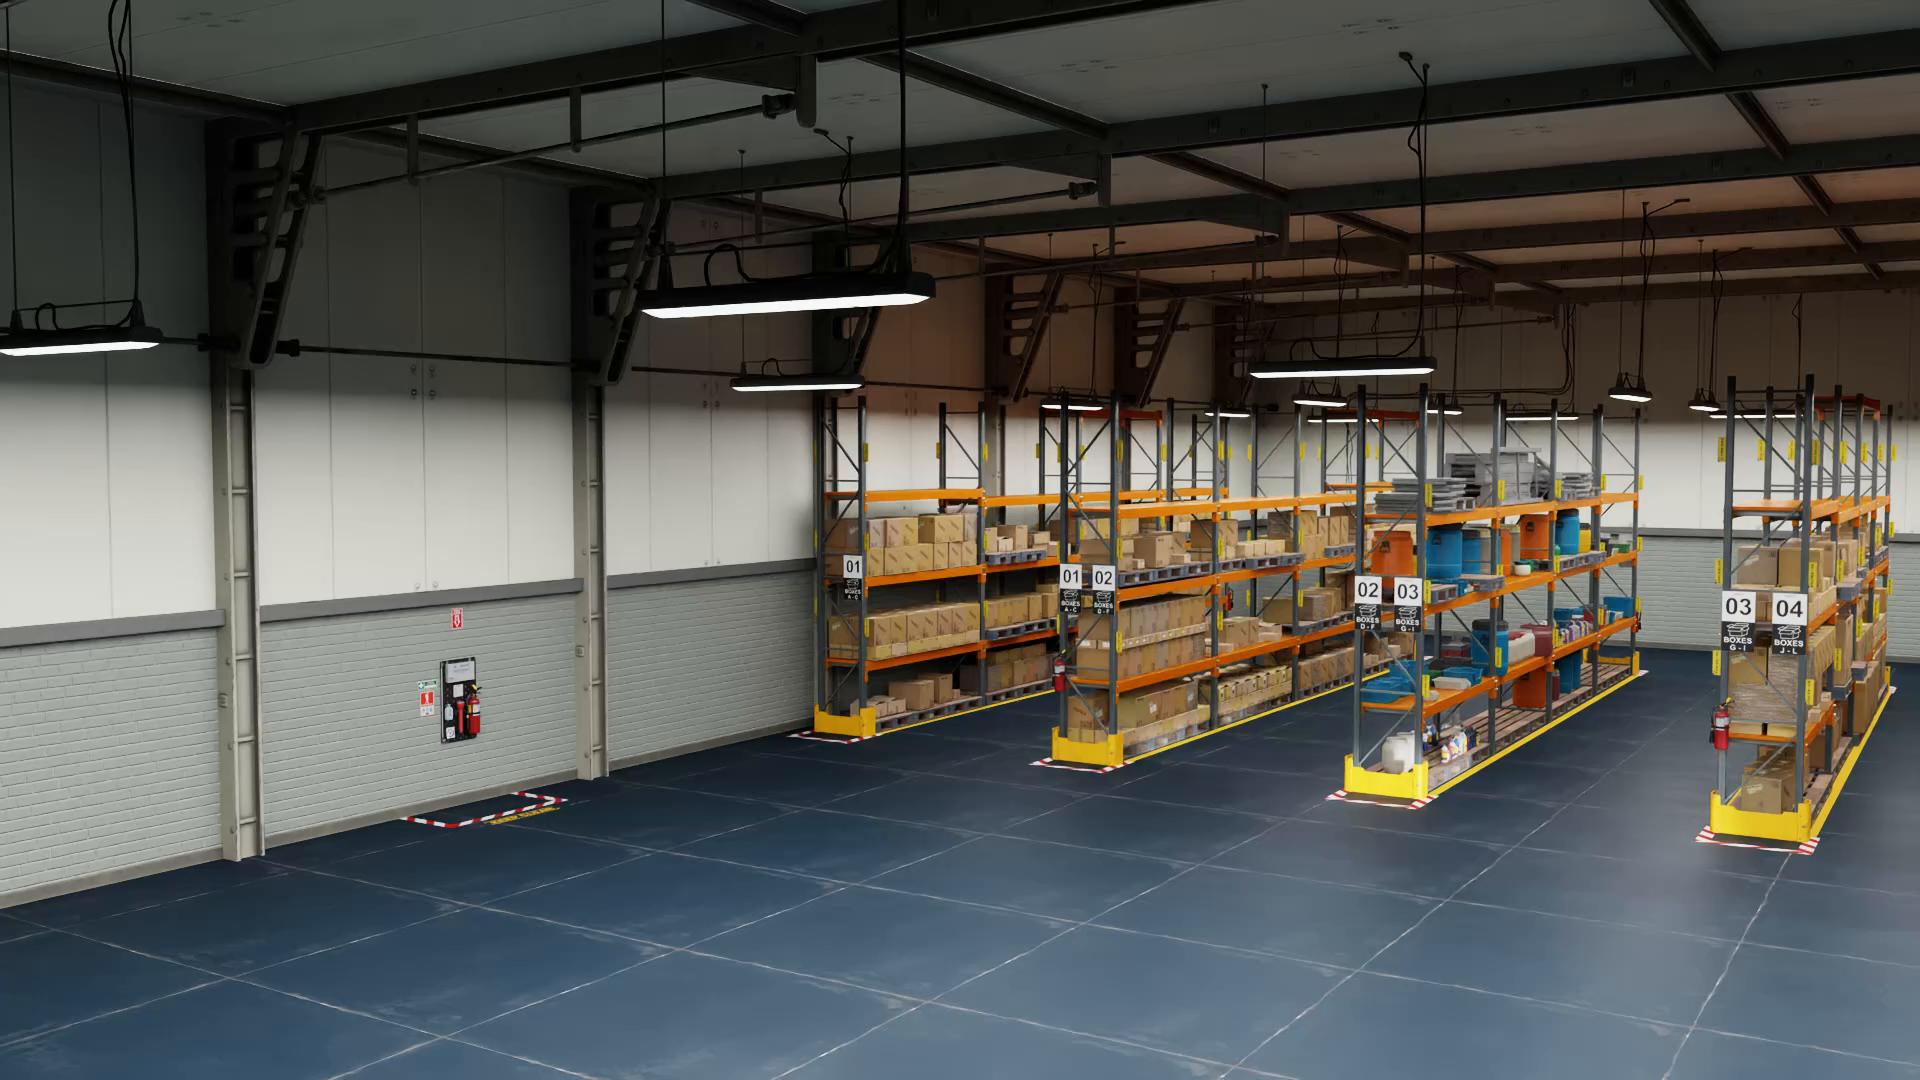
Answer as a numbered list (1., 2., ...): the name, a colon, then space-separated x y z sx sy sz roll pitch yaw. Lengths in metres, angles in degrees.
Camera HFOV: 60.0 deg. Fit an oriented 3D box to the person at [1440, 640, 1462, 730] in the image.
1. person: 8.684 2.570 29.101 0.404 1.598 0.651 0 3 2
